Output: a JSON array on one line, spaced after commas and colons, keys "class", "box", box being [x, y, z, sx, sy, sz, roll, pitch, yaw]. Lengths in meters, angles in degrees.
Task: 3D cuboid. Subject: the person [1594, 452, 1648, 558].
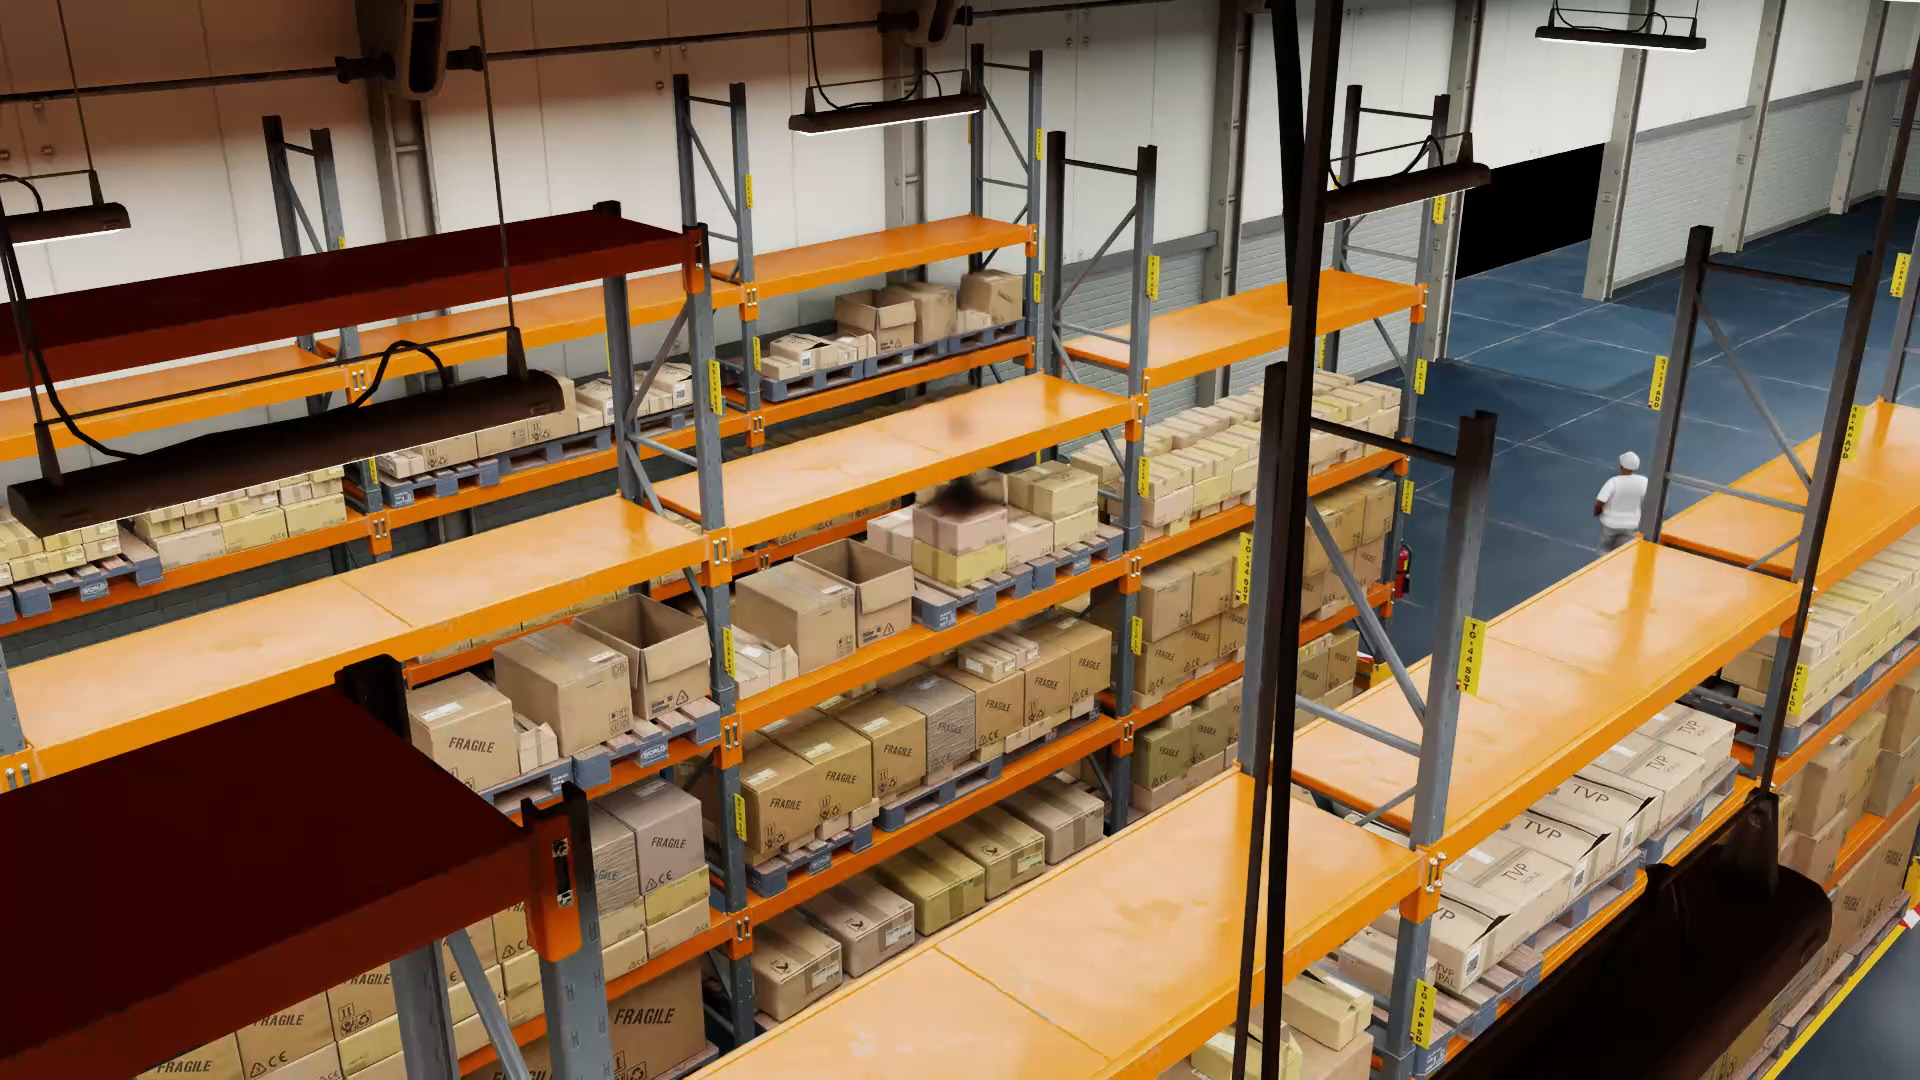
[{"class": "person", "box": [7.569, -0.184, 19.062, 0.705, 1.725, 0.654, 0, 22, -1]}]
